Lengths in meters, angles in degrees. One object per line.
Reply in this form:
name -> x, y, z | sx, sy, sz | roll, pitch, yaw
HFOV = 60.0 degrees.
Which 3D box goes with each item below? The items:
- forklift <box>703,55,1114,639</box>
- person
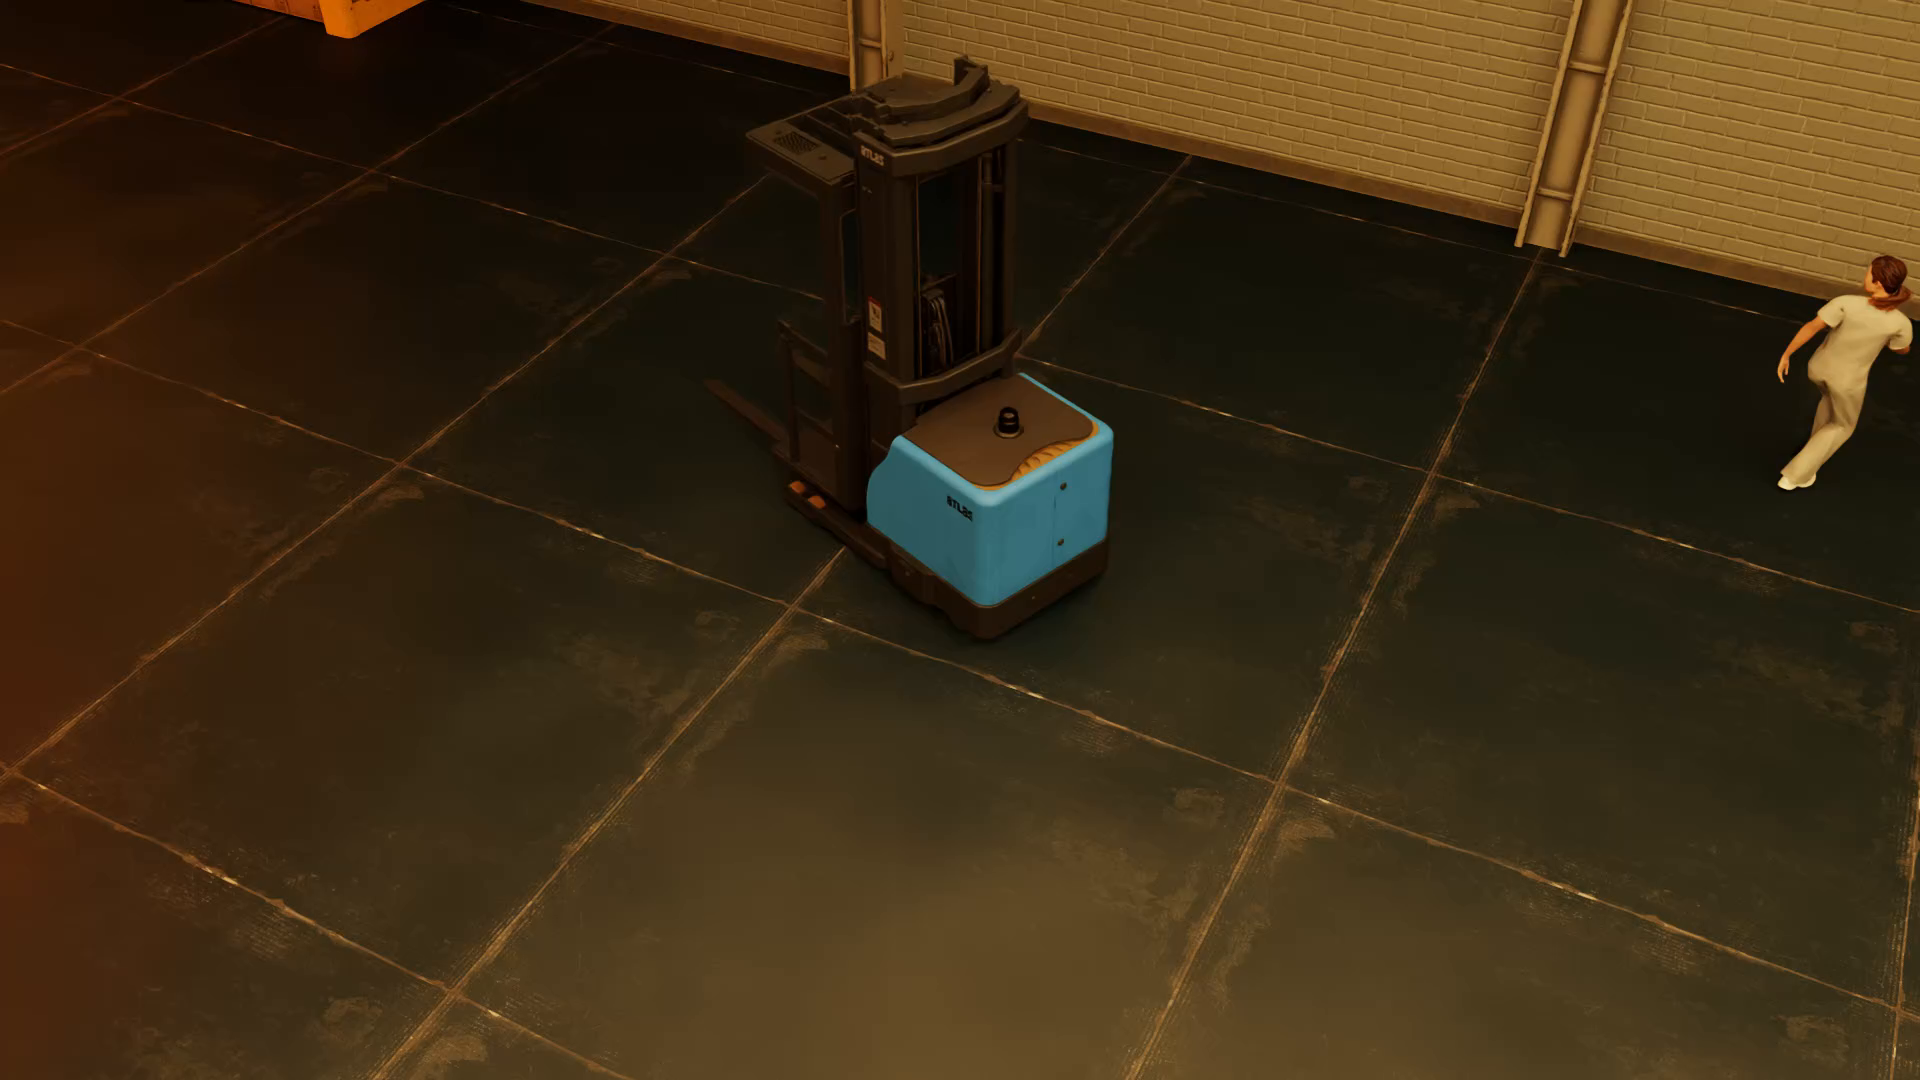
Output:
forklift -> -0.472, -1.428, 9.682 | 1.130, 2.935, 3.031 | -30, 48, -31
person -> 5.434, -1.004, 10.247 | 0.757, 1.671, 0.511 | -25, 46, -27
